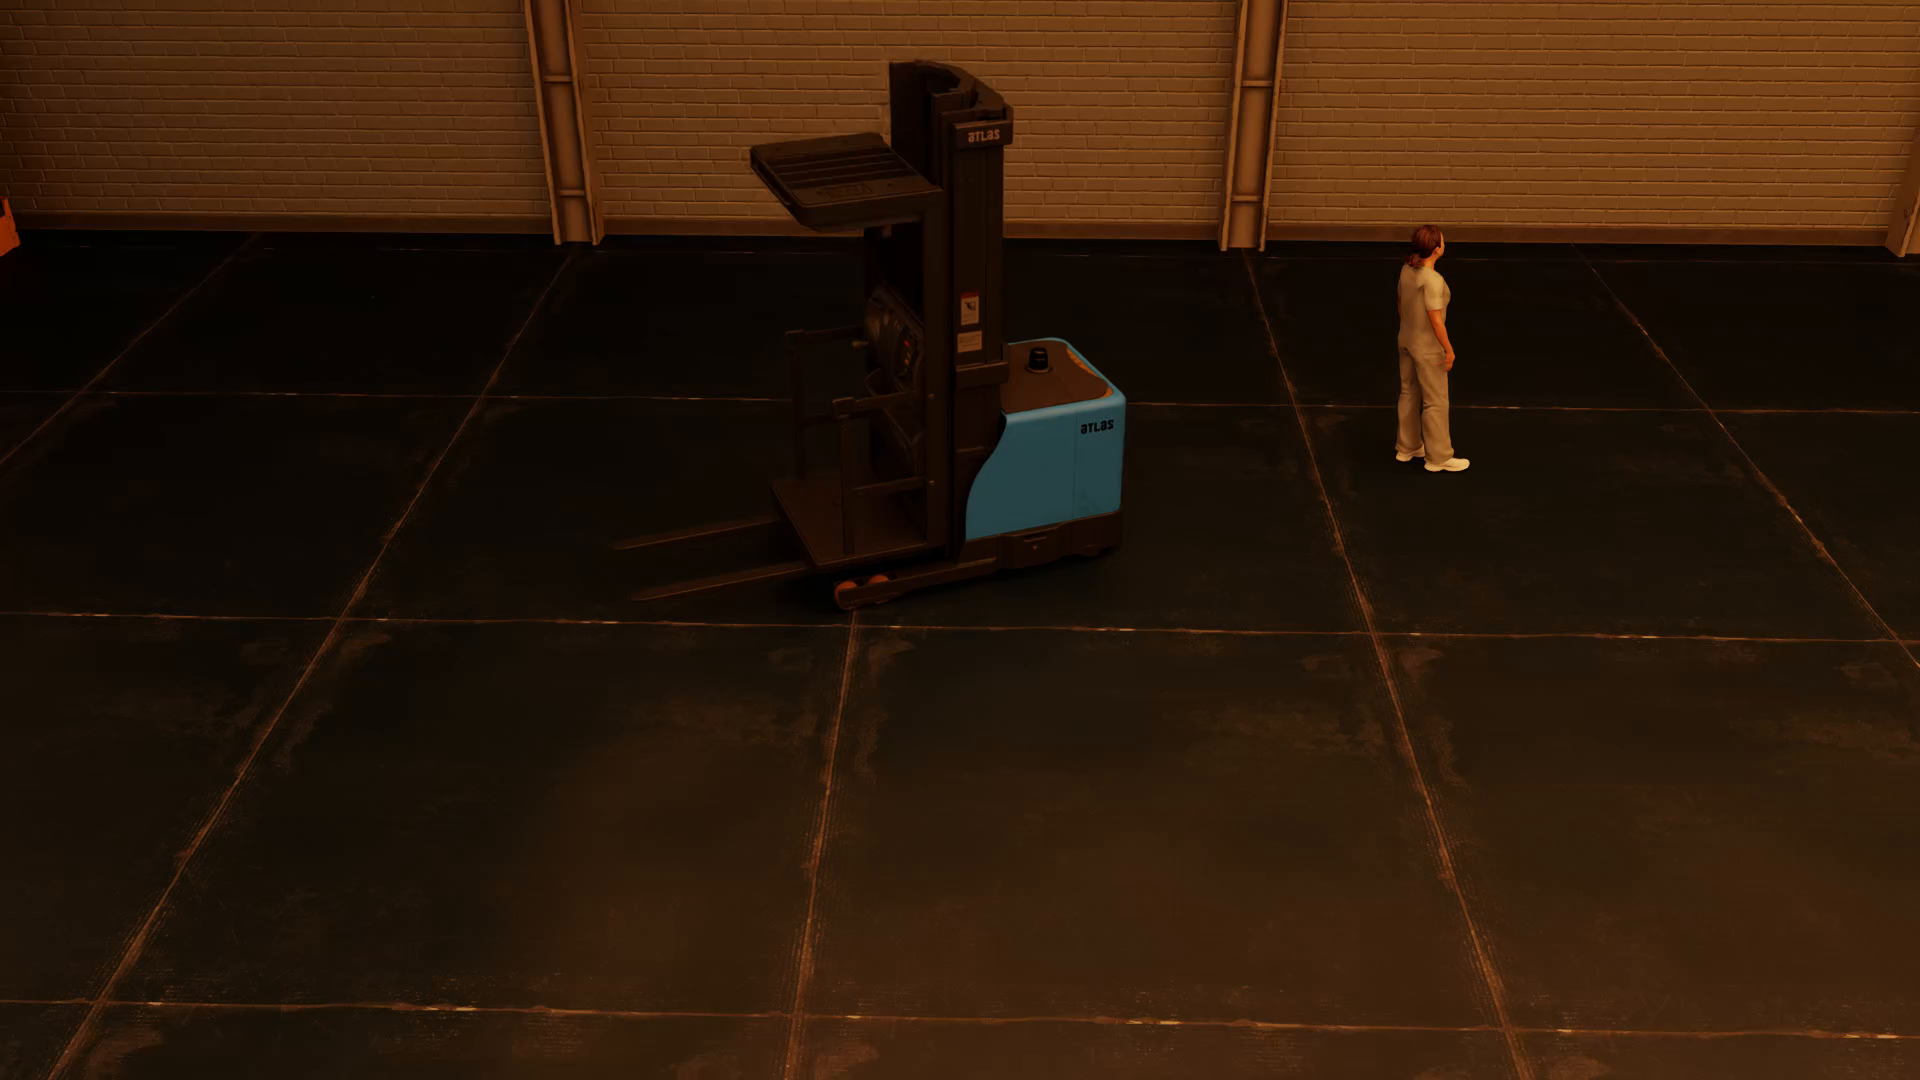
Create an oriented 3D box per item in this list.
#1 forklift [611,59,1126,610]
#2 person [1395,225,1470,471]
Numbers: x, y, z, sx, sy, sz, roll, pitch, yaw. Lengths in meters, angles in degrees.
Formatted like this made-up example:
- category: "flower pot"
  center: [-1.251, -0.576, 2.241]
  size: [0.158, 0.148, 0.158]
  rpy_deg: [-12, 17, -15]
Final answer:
- category: "forklift"
  center: [-0.569, -1.153, 9.570]
  size: [3.031, 2.935, 1.130]
  rpy_deg: [-11, 32, -18]
- category: "person"
  center: [3.128, -1.286, 11.017]
  size: [0.548, 1.673, 0.550]
  rpy_deg: [-9, 32, -15]
